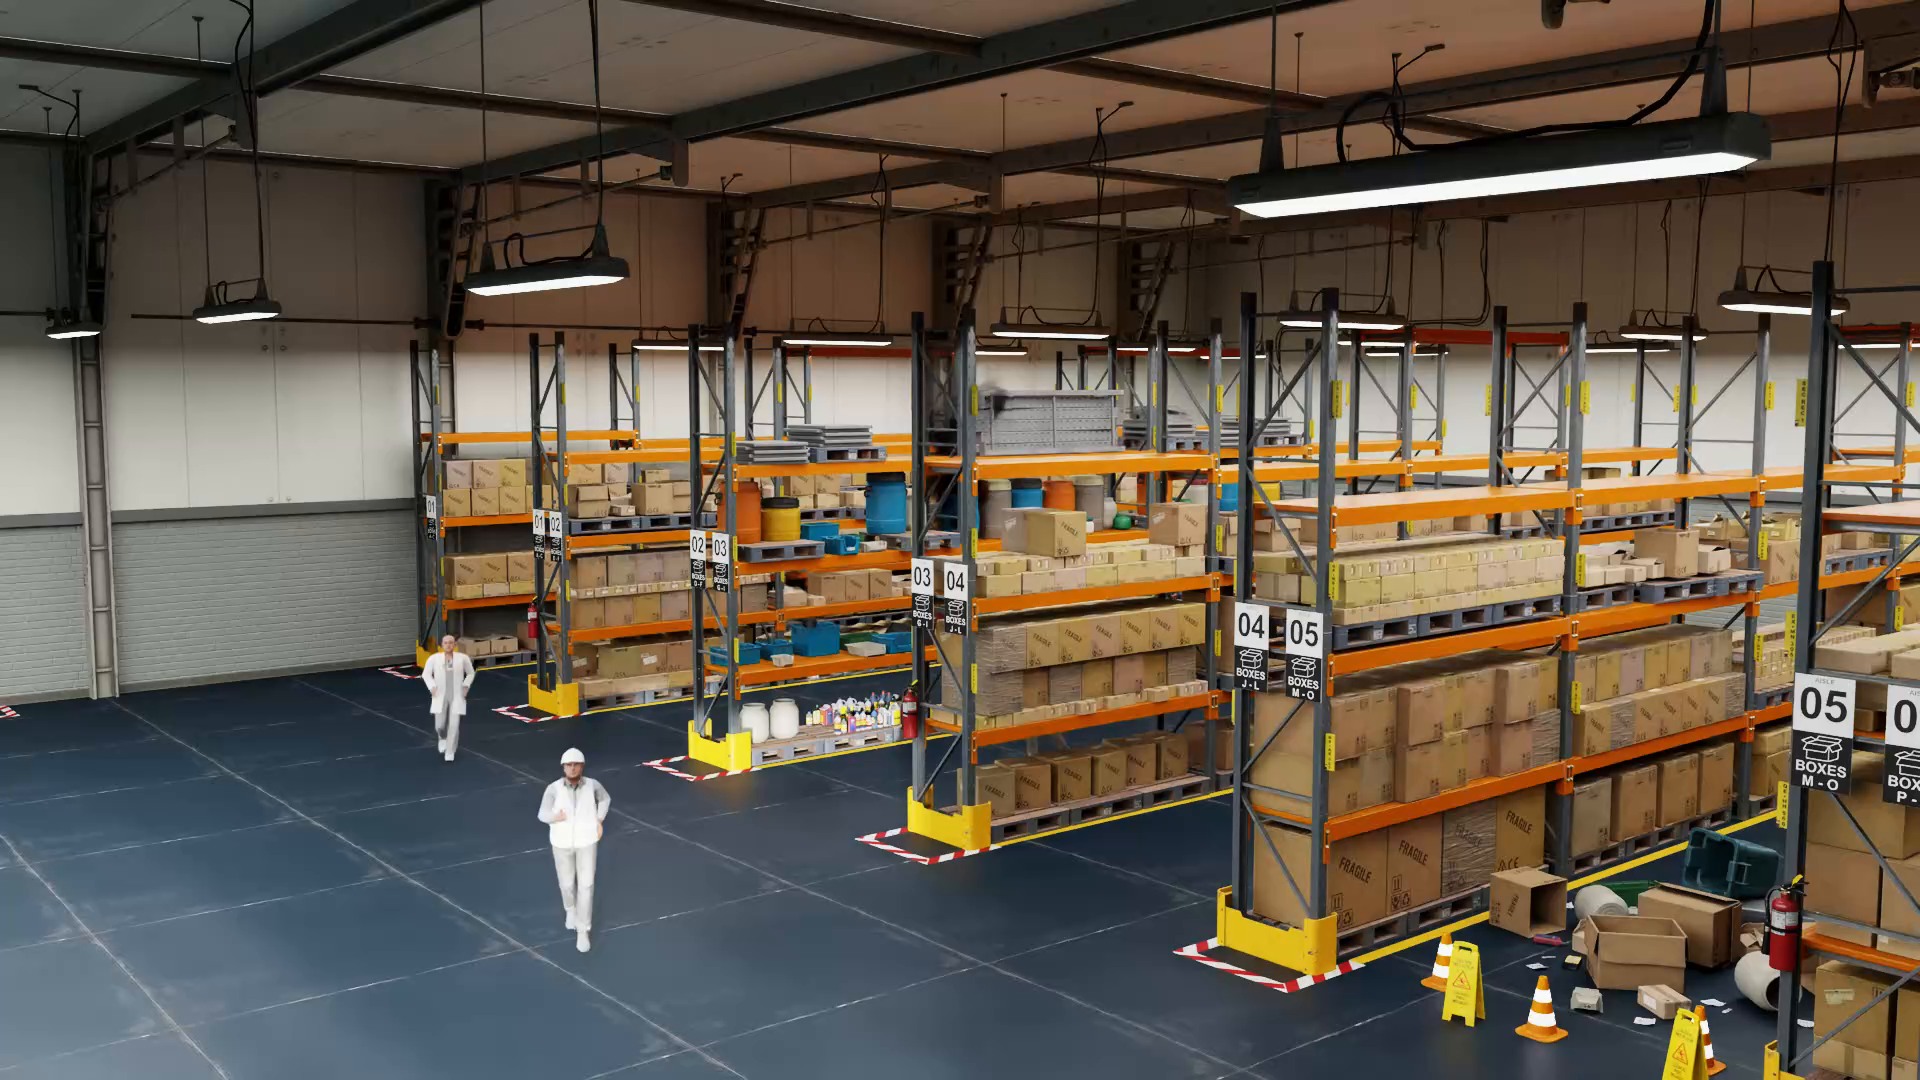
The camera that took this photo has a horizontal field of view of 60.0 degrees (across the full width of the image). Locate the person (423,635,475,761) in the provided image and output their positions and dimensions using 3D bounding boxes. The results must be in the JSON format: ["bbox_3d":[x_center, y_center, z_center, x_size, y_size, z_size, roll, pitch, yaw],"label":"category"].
[{"bbox_3d":[-7.061,2.173,22.979,0.682,1.730,0.633,-2,6,-16],"label":"person"}]

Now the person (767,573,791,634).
[{"bbox_3d":[-3.391,1.438,31.241,0.684,1.728,0.592,-4,7,-38],"label":"person"}]

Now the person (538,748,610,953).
[{"bbox_3d":[-3.578,2.823,15.441,0.651,1.784,0.878,-1,5,-10],"label":"person"}]

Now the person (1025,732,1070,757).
[{"bbox_3d":[1.159,2.241,22.056,0.803,1.848,0.659,-5,7,-43],"label":"person"}]
